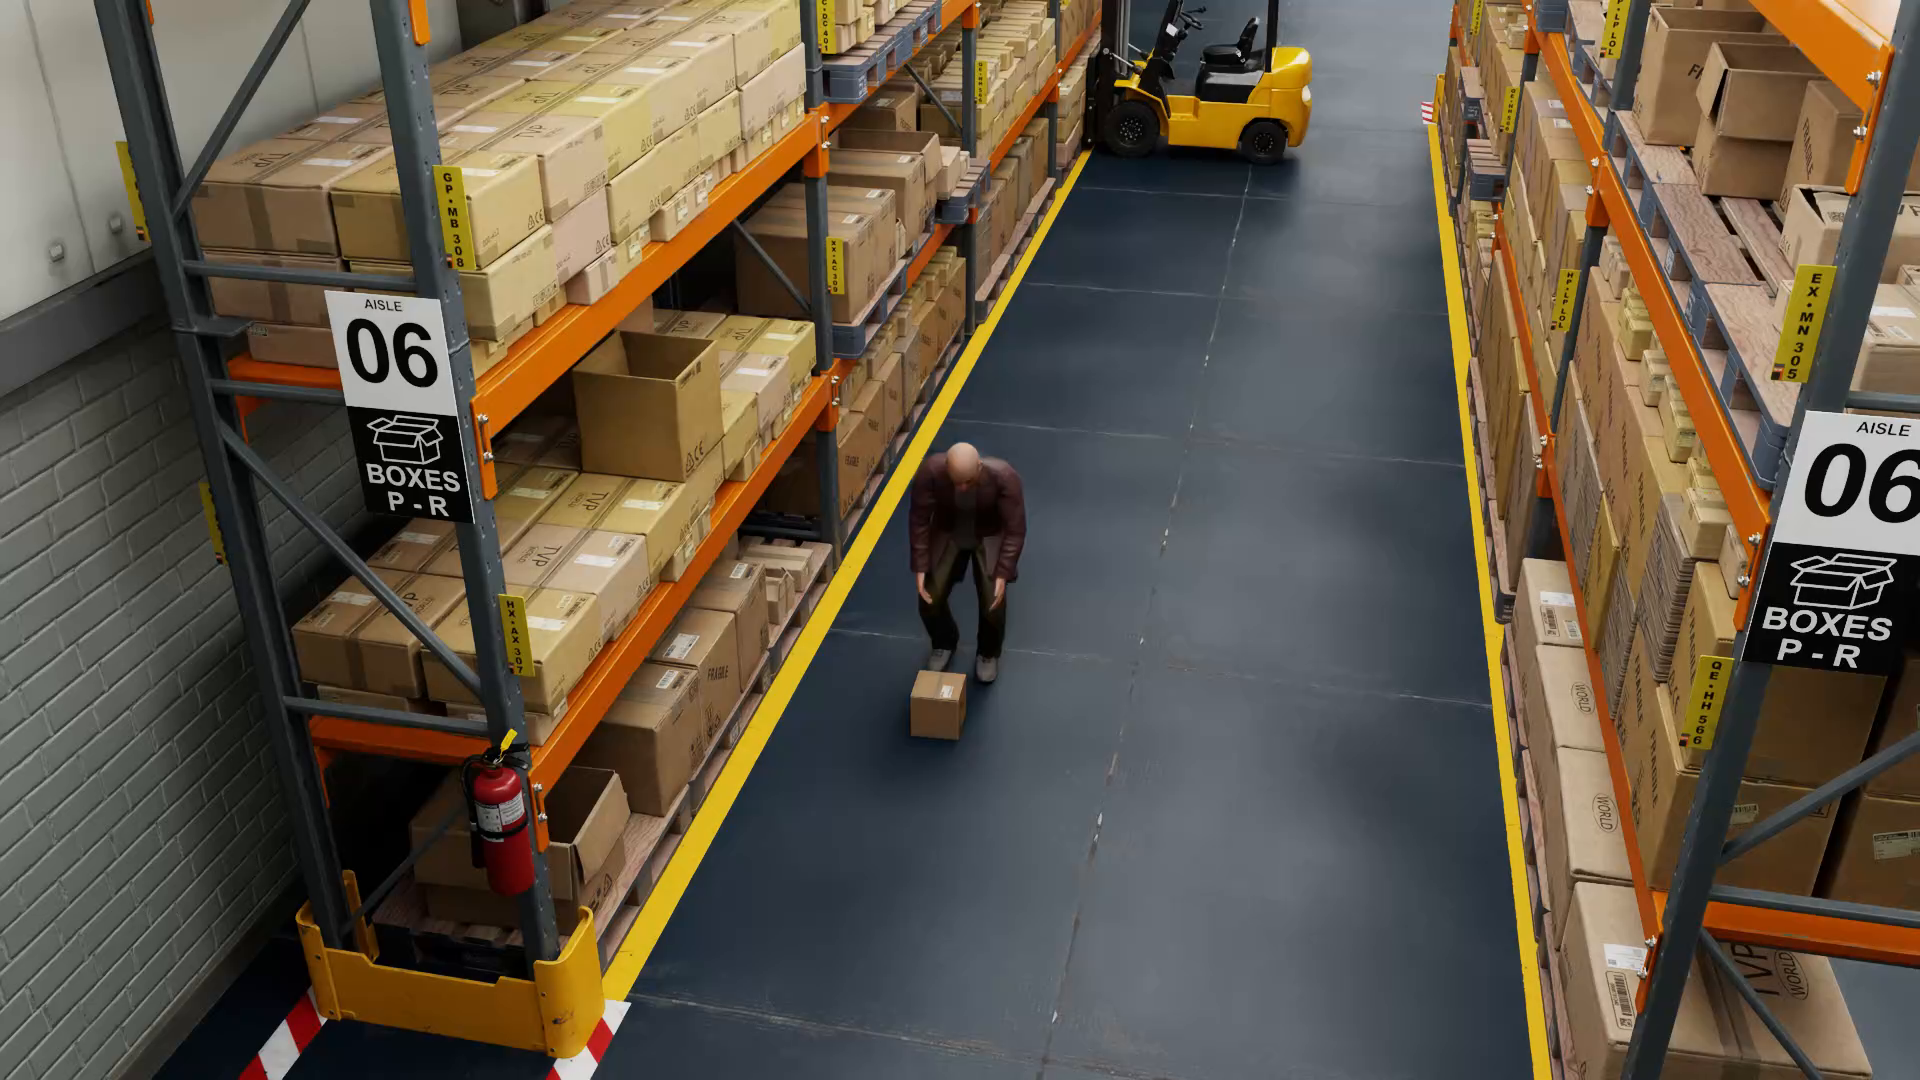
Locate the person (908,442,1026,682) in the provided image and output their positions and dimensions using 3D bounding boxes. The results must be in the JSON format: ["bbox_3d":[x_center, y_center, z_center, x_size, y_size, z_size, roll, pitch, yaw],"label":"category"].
[{"bbox_3d":[0.055,0.065,8.843,0.630,1.476,0.681,6,29,11],"label":"person"}]
